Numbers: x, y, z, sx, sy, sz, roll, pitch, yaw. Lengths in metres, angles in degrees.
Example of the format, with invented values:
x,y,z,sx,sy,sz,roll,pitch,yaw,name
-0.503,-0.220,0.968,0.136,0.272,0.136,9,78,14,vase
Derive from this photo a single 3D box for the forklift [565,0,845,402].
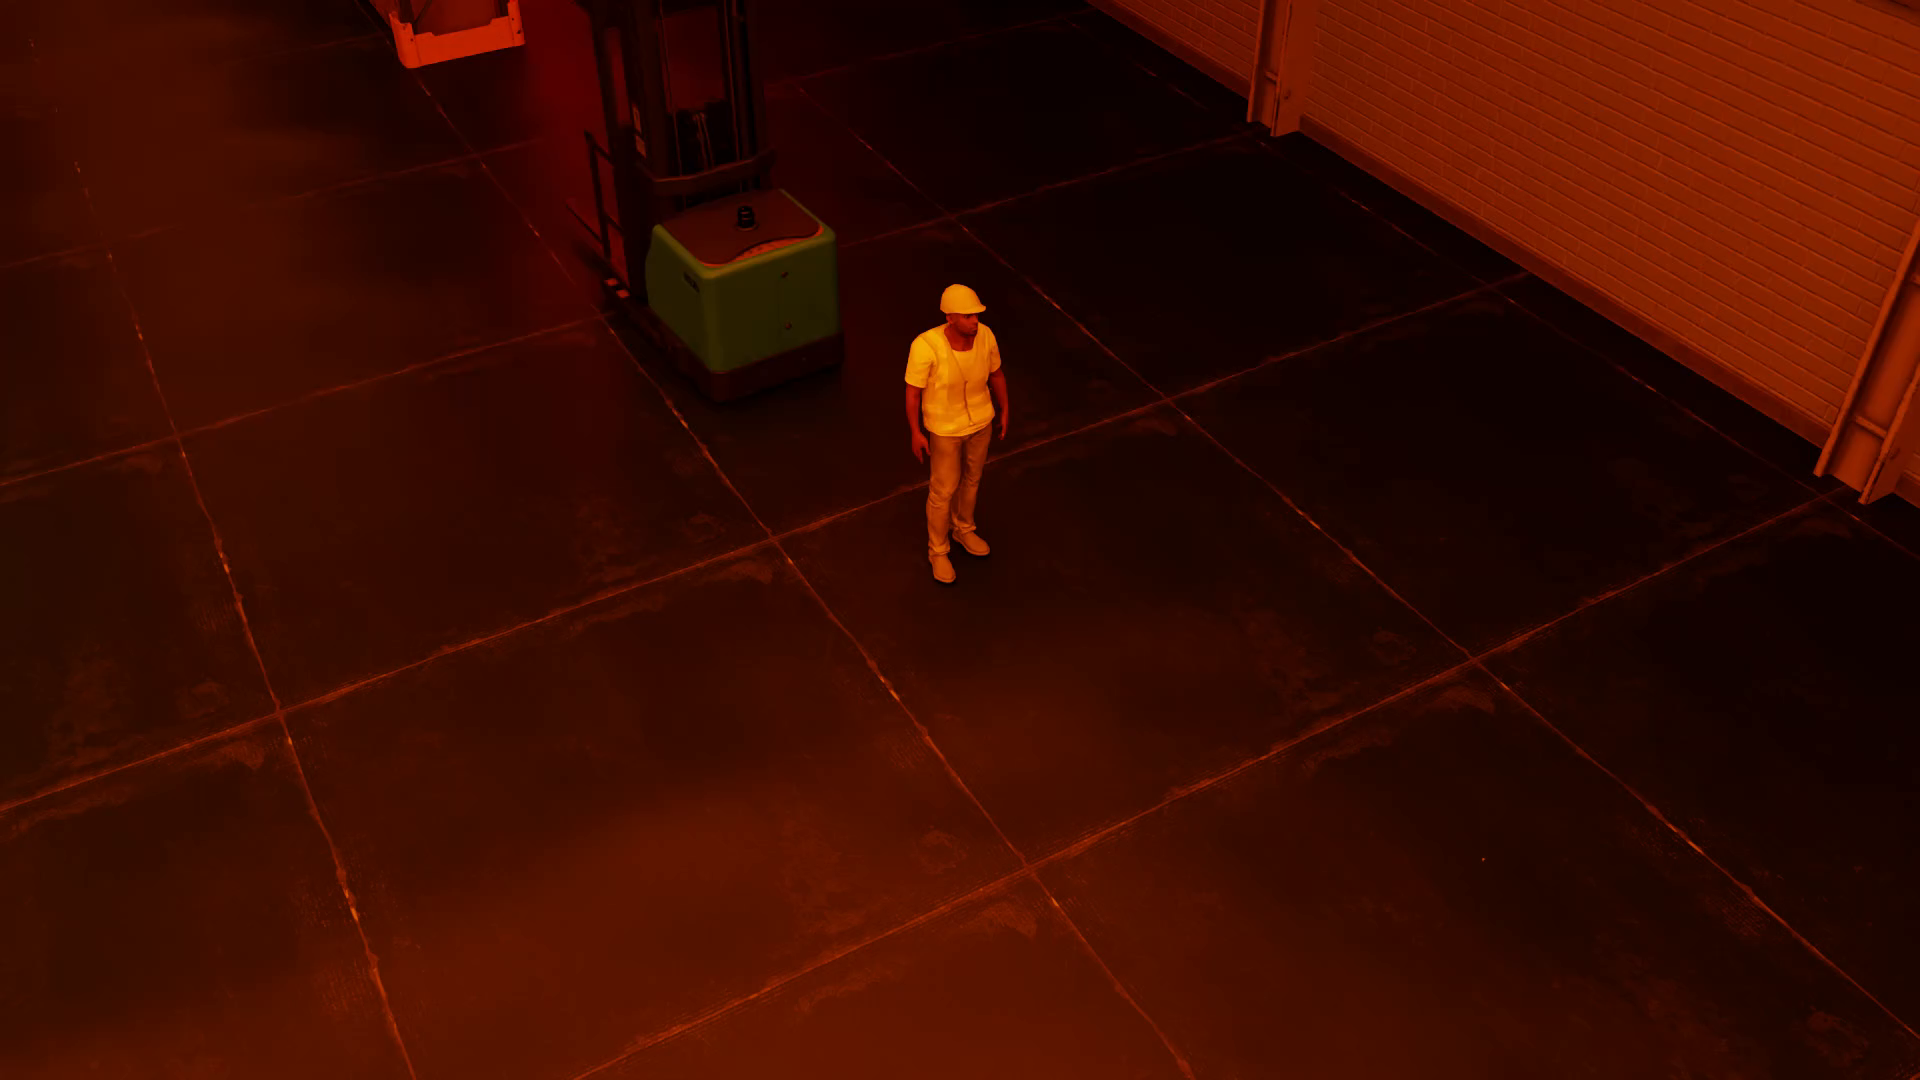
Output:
x,y,z,sx,sy,sz,roll,pitch,yaw,name
-2.043,-2.979,11.627,1.130,2.935,3.031,-23,45,-25,forklift

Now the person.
x,y,z,sx,sy,sz,roll,pitch,yaw,name
0.031,-0.645,9.715,0.666,1.768,0.575,-20,44,-23,person
